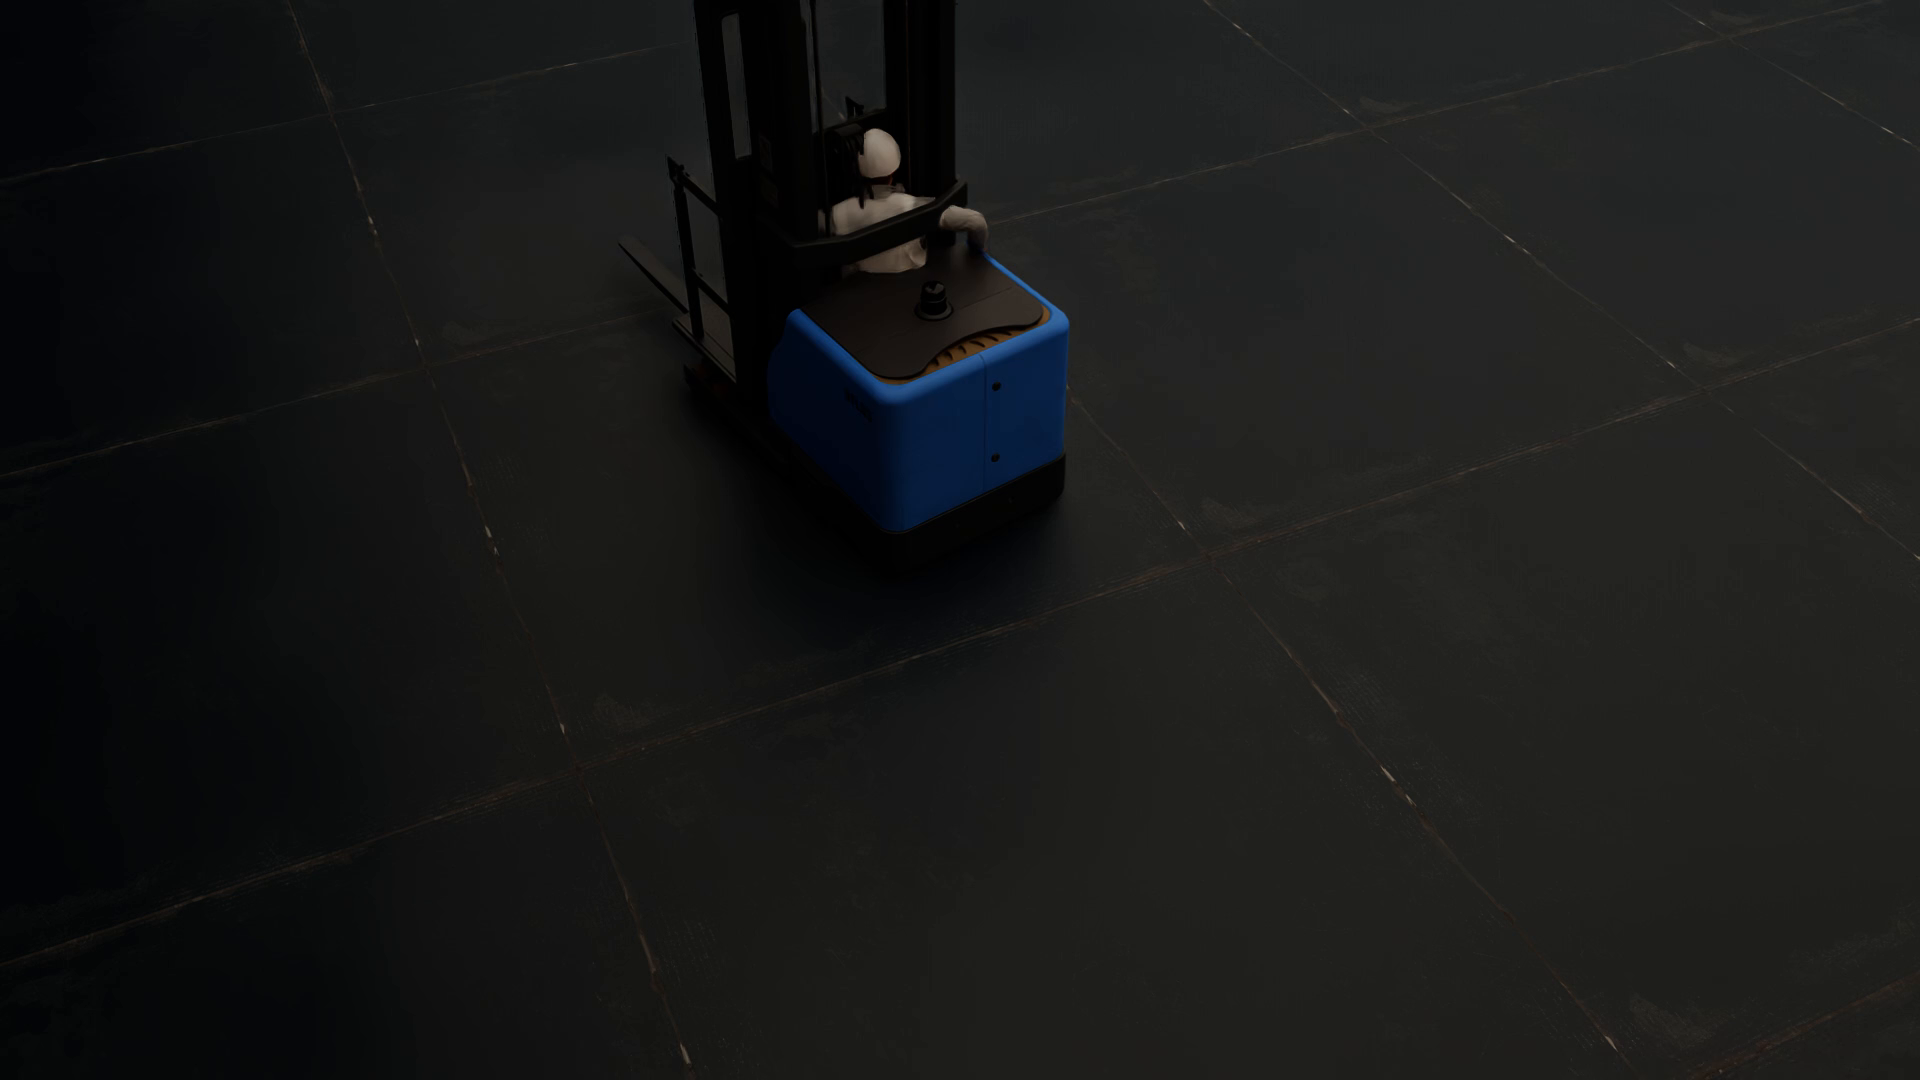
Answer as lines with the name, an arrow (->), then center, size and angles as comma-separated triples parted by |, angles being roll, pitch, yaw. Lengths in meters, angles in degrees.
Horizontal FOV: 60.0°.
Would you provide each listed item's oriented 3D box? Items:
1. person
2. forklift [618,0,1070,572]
person -> -0.356, -1.300, 7.938 | 1.019, 1.587, 0.815 | 5, 43, 5
forklift -> -0.765, -1.890, 7.706 | 1.130, 2.935, 3.031 | -26, 49, -25
